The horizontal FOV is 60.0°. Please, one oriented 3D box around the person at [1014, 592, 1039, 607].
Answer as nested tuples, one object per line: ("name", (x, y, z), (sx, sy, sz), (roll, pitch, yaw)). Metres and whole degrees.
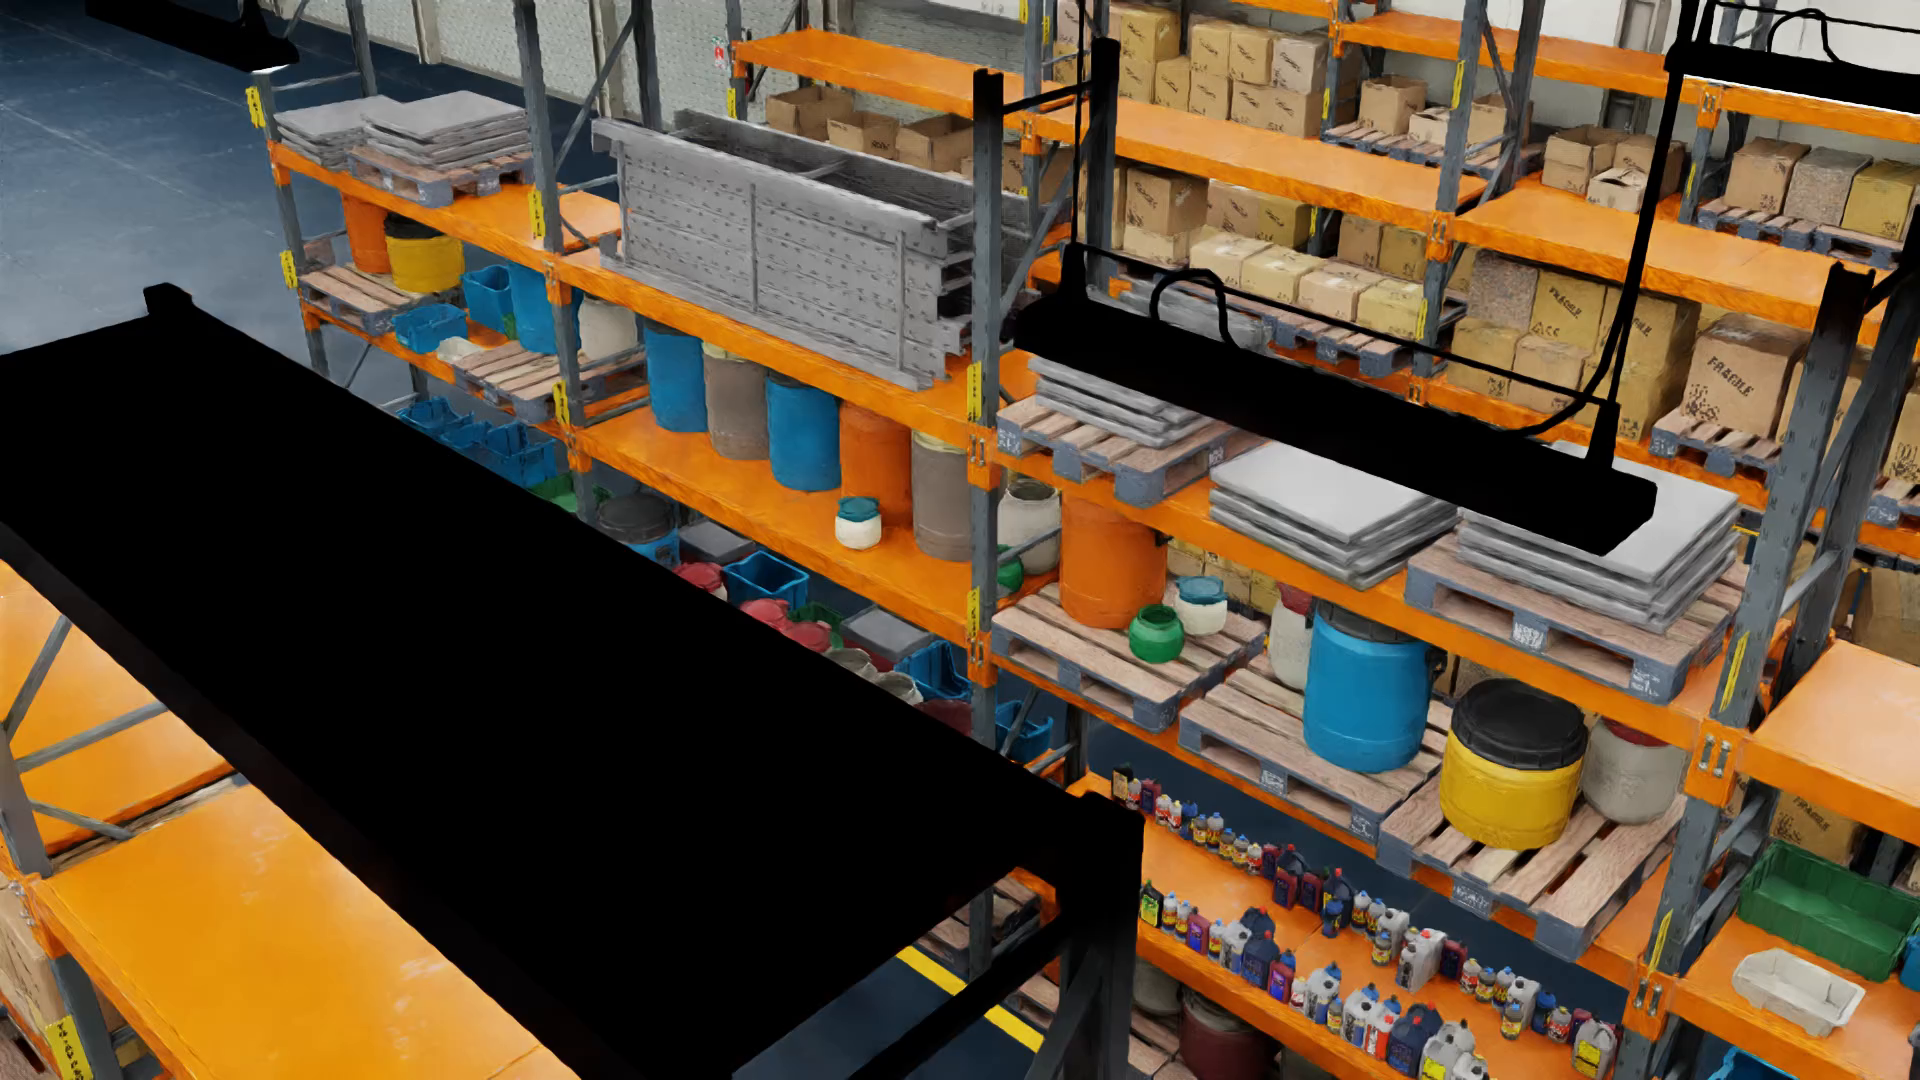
("person", (0.595, 0.217, 14.189), (1.018, 1.604, 0.446), (19, 34, 30))
